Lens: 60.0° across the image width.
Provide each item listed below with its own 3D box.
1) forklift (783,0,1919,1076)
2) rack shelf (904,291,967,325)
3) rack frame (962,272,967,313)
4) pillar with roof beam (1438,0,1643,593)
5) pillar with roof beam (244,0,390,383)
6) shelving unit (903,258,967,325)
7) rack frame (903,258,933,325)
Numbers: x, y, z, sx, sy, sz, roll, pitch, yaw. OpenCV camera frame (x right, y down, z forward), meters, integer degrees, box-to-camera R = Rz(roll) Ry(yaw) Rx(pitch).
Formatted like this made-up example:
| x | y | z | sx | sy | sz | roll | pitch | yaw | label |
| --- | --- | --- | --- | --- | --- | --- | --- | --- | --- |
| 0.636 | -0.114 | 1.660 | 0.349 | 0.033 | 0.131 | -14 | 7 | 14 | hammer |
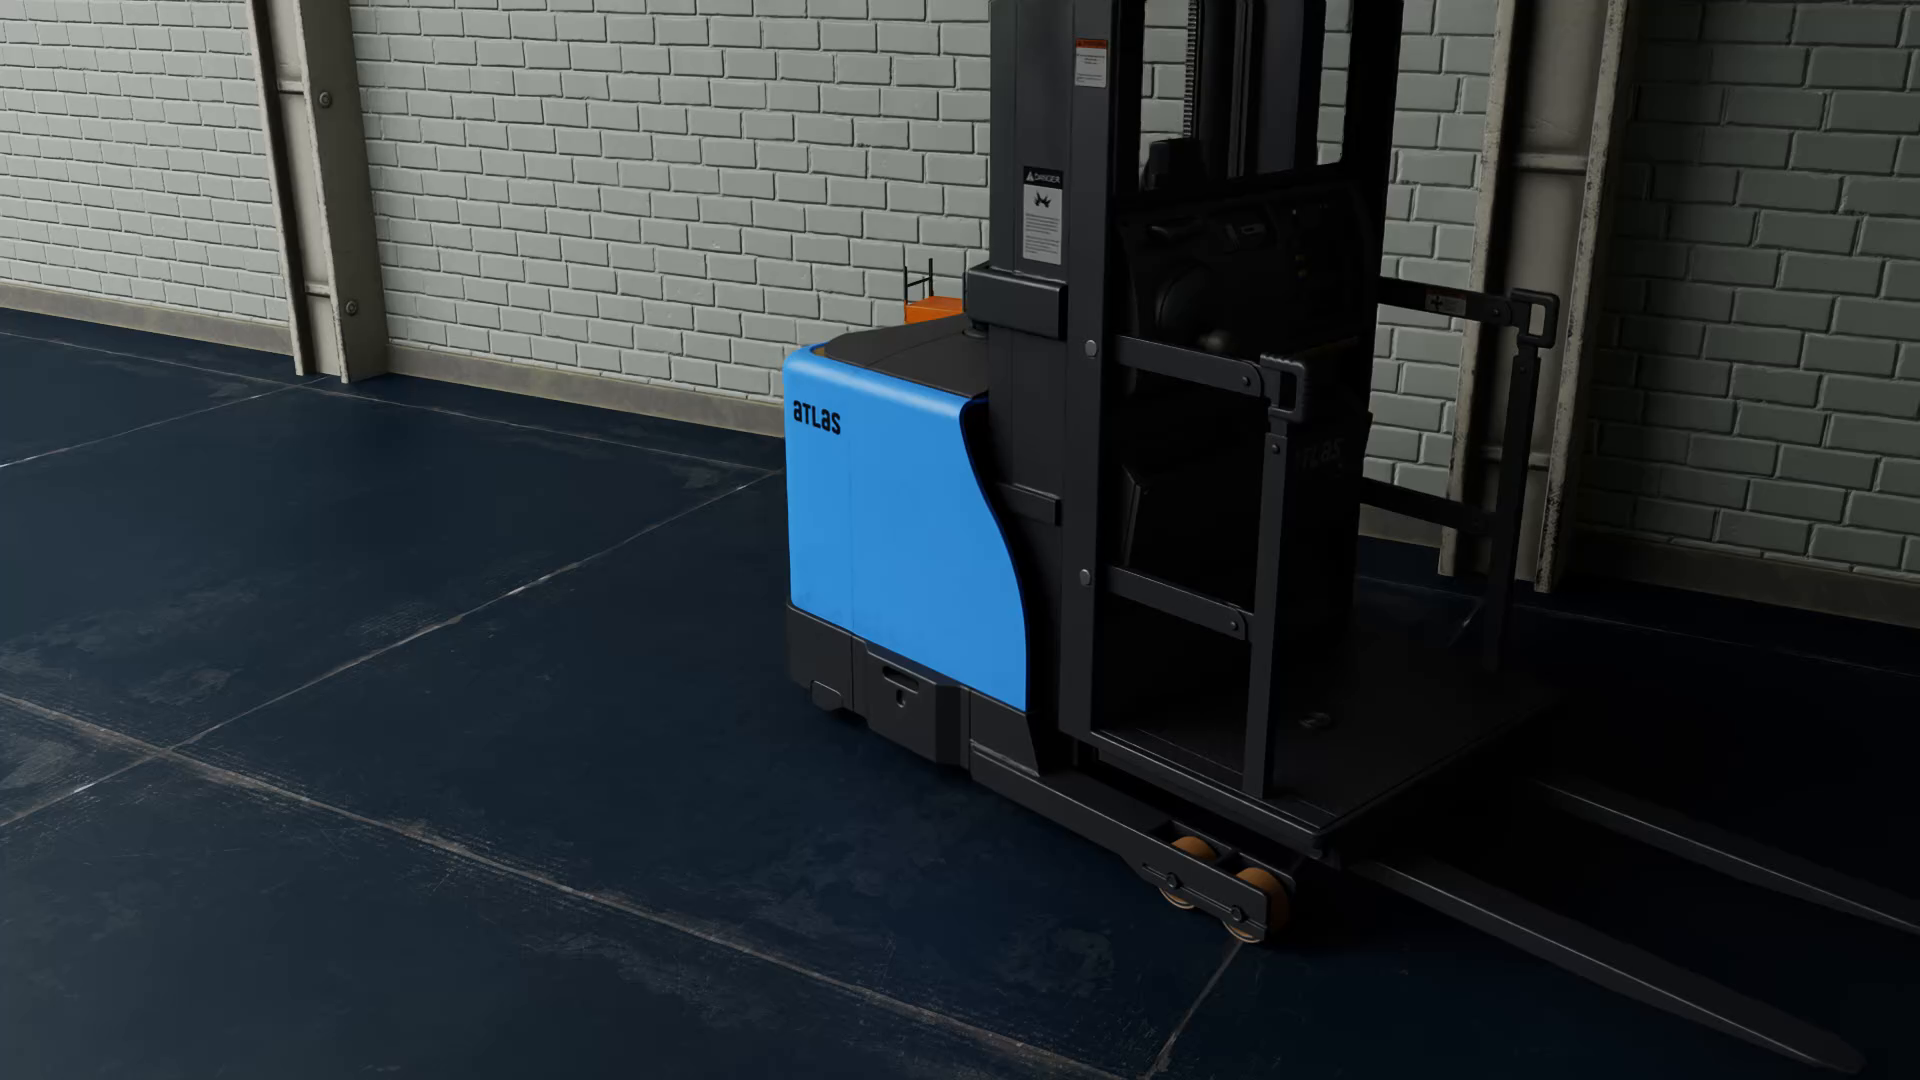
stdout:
| x | y | z | sx | sy | sz | roll | pitch | yaw | label |
| --- | --- | --- | --- | --- | --- | --- | --- | --- | --- |
| 0.850 | -0.651 | 3.861 | 1.130 | 2.935 | 3.031 | -17 | 26 | -40 | forklift |
| -0.047 | -0.759 | 6.117 | 0.240 | 0.259 | 0.215 | 11 | 23 | 27 | rack shelf |
| 0.060 | -0.482 | 6.155 | 0.008 | 1.050 | 0.200 | 11 | 23 | 27 | rack frame |
| -0.121 | -2.839 | 0.994 | 0.400 | 9.000 | 9.100 | 11 | 23 | 27 | pillar with roof beam |
| -5.359 | -3.836 | 3.745 | 0.400 | 9.000 | 9.100 | 11 | 23 | 27 | pillar with roof beam |
| -0.047 | -0.502 | 6.211 | 0.252 | 1.050 | 0.215 | 11 | 23 | 27 | shelving unit |
| -0.153 | -0.523 | 6.266 | 0.008 | 1.050 | 0.200 | 11 | 23 | 27 | rack frame |
